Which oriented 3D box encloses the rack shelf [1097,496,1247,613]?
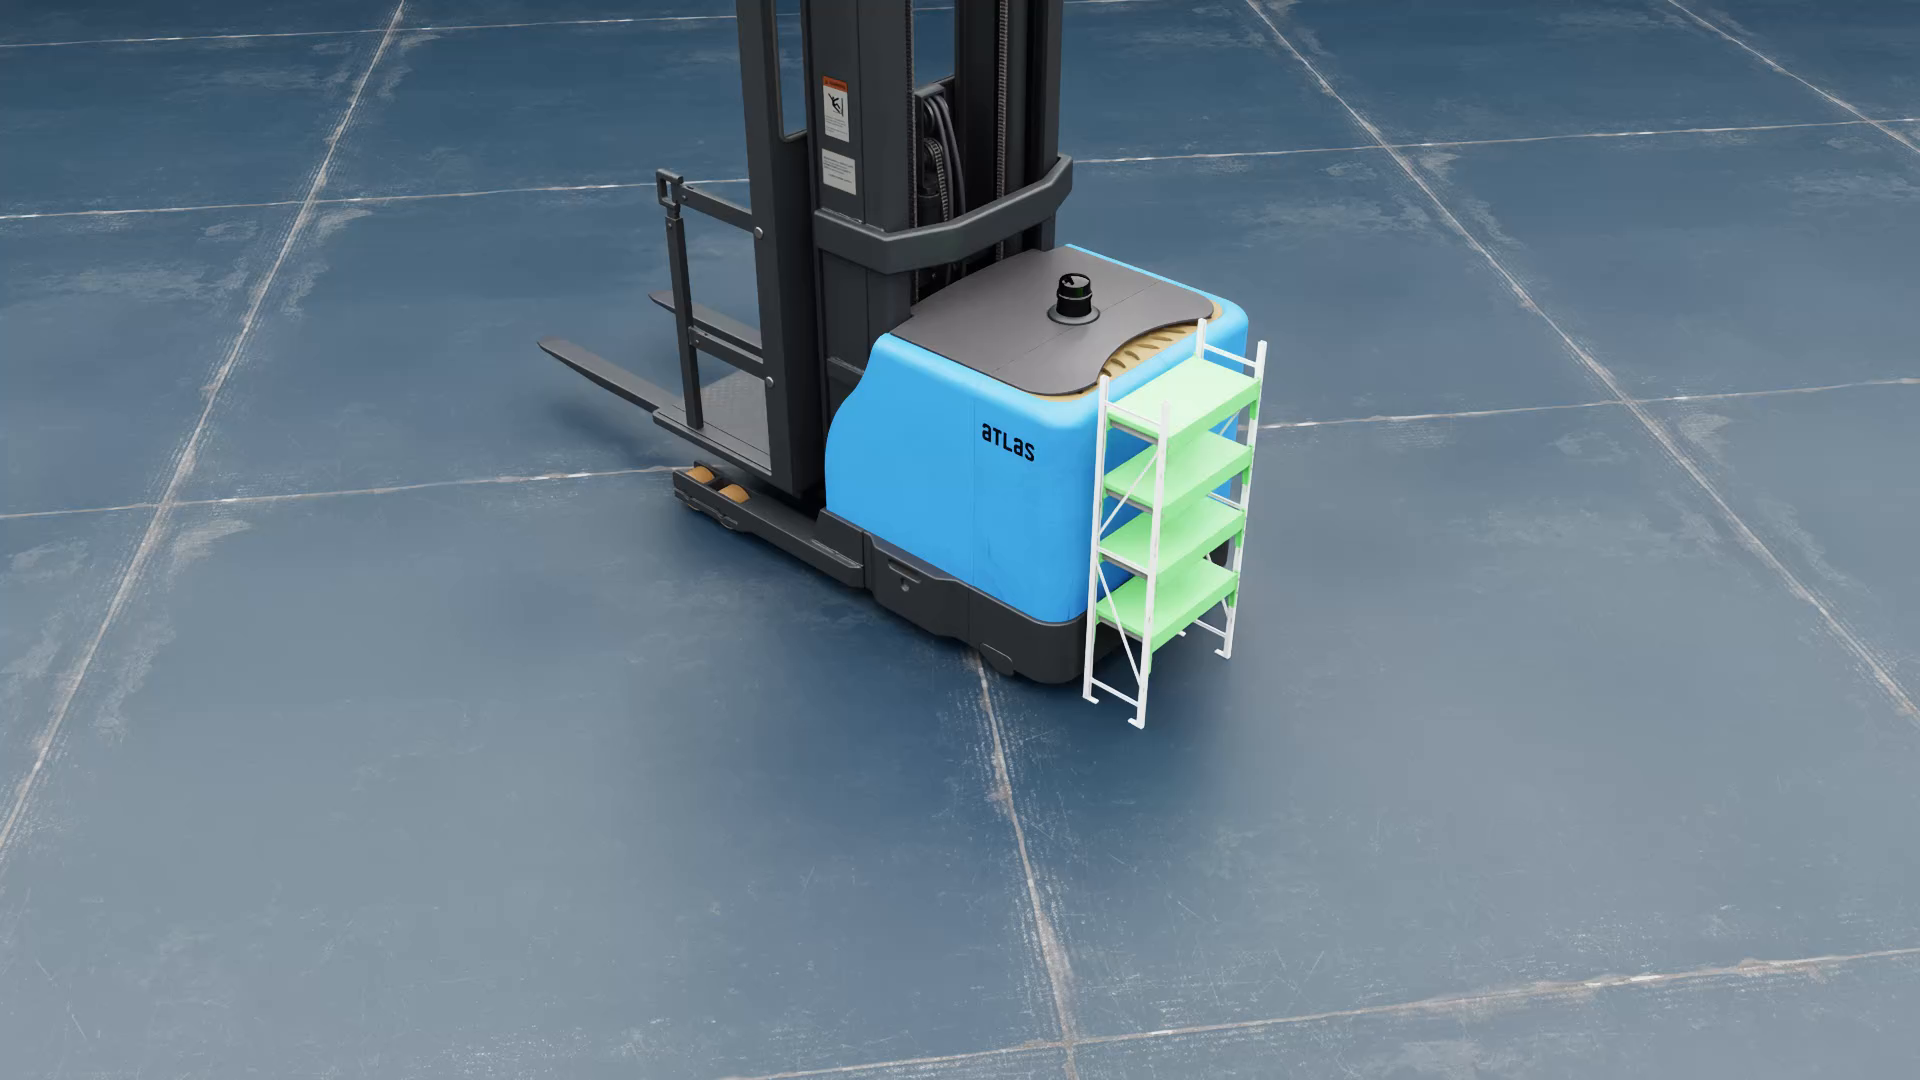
[{"bbox_3d":[0.664,0.016,5.275,0.258,0.148,0.480,27,43,34],"label":"rack shelf"}]

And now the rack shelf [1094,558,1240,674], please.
[{"bbox_3d":[0.664,0.214,5.410,0.258,0.148,0.480,27,43,34],"label":"rack shelf"}]

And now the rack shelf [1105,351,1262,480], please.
[{"bbox_3d":[0.663,-0.381,5.004,0.258,0.148,0.480,27,43,34],"label":"rack shelf"}]

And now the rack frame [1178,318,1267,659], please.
[{"bbox_3d":[0.827,-0.139,5.388,0.240,1.200,0.015,27,43,34],"label":"rack frame"}]

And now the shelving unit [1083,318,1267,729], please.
[{"bbox_3d":[0.663,-0.037,5.239,0.258,1.200,0.503,27,43,34],"label":"shelving unit"}]

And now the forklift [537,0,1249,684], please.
[{"bbox_3d":[-0.463,-1.447,5.770,3.031,2.935,1.130,27,43,34],"label":"forklift"}]

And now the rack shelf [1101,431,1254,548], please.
[{"bbox_3d":[0.663,-0.182,5.139,0.258,0.148,0.480,27,43,34],"label":"rack shelf"}]

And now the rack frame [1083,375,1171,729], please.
[{"bbox_3d":[0.500,0.065,5.089,0.240,1.200,0.015,27,43,34],"label":"rack frame"}]
